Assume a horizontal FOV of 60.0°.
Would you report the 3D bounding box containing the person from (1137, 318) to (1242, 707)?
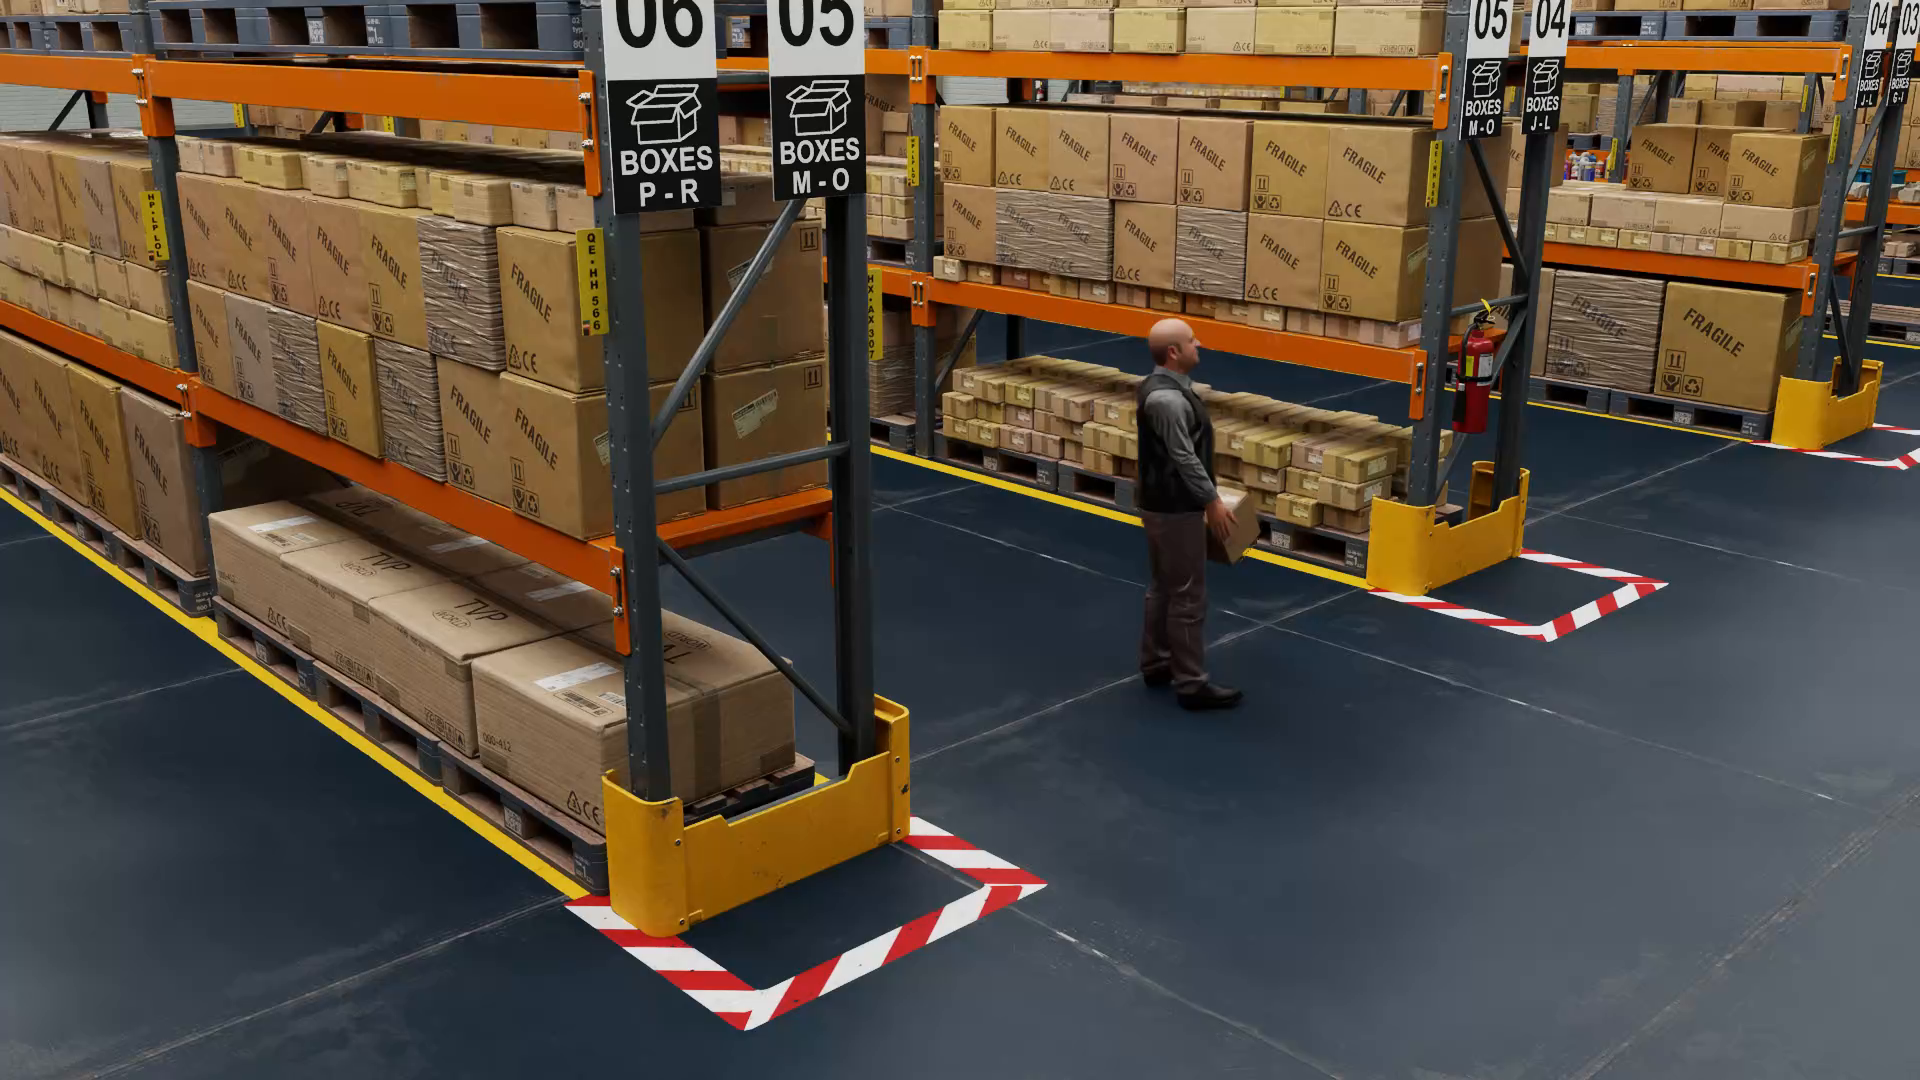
[{"bbox_3d":[1.046,-0.133,7.462,0.515,1.728,0.538,3,17,8],"label":"person"}]
